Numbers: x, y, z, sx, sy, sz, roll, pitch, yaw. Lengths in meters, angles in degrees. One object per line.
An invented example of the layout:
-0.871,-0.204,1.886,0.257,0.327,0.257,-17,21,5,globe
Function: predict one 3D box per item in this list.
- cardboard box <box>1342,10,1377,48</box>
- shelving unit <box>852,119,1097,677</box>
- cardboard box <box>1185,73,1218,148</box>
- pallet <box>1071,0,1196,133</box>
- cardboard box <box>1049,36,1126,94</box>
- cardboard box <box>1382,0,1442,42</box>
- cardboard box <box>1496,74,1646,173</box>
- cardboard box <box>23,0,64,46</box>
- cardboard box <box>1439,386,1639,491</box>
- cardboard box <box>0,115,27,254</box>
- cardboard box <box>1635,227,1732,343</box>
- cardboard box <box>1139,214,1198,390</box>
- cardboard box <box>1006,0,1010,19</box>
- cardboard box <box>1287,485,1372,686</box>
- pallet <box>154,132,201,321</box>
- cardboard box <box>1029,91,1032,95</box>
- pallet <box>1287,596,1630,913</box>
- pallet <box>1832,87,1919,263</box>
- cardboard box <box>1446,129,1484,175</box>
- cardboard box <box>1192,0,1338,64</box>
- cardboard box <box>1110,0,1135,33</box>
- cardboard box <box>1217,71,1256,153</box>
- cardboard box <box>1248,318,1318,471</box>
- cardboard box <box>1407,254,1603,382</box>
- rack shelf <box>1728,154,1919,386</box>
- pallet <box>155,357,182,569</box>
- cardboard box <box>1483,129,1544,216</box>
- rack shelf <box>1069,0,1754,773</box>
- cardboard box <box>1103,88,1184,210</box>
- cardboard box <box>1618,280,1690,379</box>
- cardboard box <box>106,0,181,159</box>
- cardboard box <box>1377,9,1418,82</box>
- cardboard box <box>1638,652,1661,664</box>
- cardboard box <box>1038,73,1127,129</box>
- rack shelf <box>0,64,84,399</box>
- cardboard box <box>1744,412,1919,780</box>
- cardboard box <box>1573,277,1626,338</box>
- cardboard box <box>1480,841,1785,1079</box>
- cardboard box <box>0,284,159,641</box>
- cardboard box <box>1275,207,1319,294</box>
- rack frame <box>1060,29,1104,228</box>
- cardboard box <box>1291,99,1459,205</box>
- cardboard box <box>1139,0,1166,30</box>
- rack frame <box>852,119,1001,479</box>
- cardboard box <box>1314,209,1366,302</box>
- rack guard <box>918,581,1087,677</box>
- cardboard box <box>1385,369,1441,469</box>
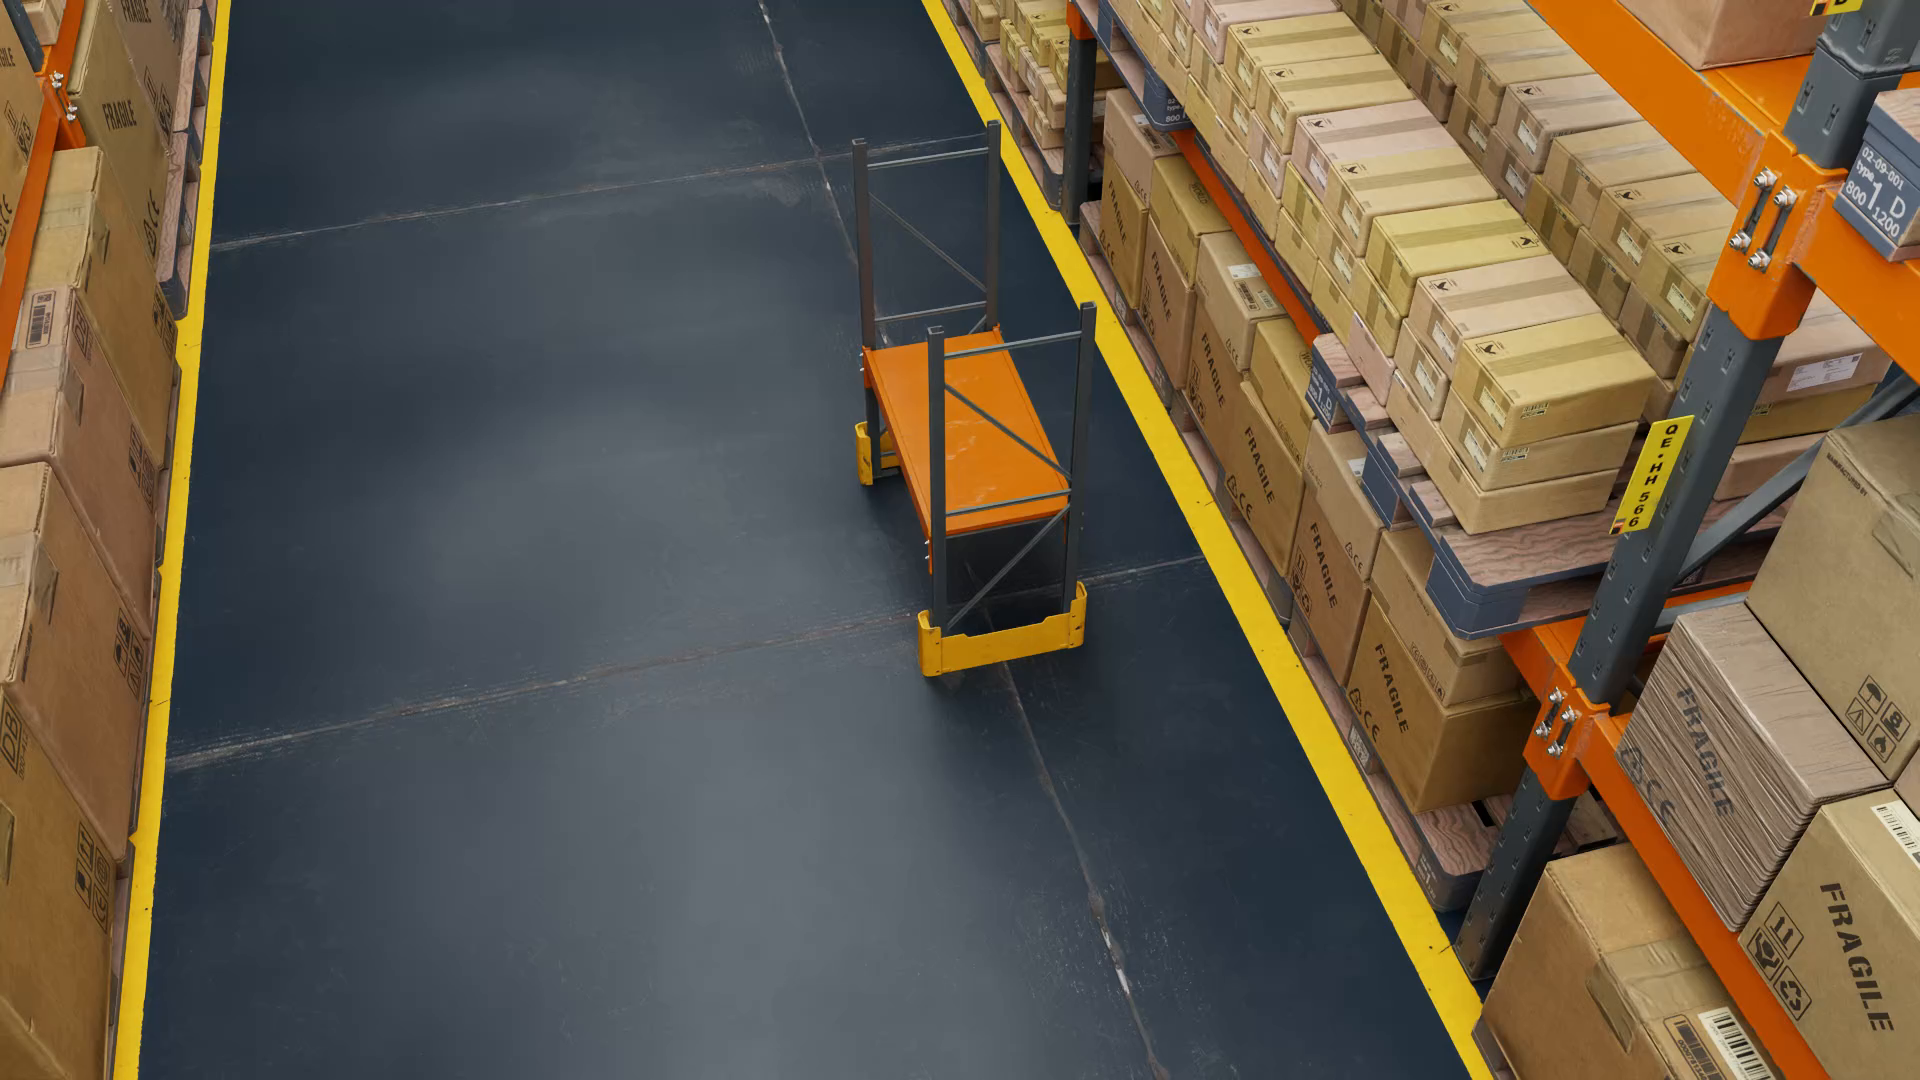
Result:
1.528,-1.729,5.726,0.380,0.149,0.250,-13,47,-12,cardboard box
0.020,-0.472,5.663,0.587,1.500,1.083,-11,47,-10,shelving unit
0.961,-1.426,5.429,0.380,0.149,0.250,-11,47,-11,cardboard box
1.020,-2.002,6.247,1.003,0.211,1.213,-11,47,-10,pallet
0.622,-2.179,7.571,0.380,0.149,0.250,-9,46,-9,cardboard box
1.589,-1.750,5.330,0.380,0.149,0.250,-13,47,-12,cardboard box
1.790,-1.209,4.800,0.380,0.149,0.250,-9,46,-8,cardboard box
-3.610,-1.964,6.250,0.380,0.149,0.250,-11,47,-10,cardboard box
1.422,-0.283,4.101,0.380,0.149,0.250,-10,46,-9,cardboard box
-3.352,-1.206,5.262,0.500,0.500,0.500,-9,46,-9,cardboard box
1.987,-0.669,4.271,0.380,0.149,0.250,-12,47,-11,cardboard box
1.035,-0.972,6.559,0.500,0.500,0.500,-9,46,-9,cardboard box
0.441,-2.594,8.186,0.380,0.149,0.250,-10,46,-10,cardboard box
1.439,0.100,5.508,0.500,0.500,0.500,-9,46,-9,cardboard box
-3.975,-1.350,7.425,1.003,0.211,1.213,-11,47,-10,pallet
0.550,-2.176,7.984,0.380,0.149,0.250,-10,46,-9,cardboard box
1.790,0.574,5.540,1.003,0.211,1.213,-11,47,-10,pallet
2.205,-0.411,2.585,1.213,0.211,1.003,-9,46,-8,pallet
1.728,-1.182,5.190,0.380,0.149,0.250,-10,46,-10,cardboard box
0.953,-1.643,5.225,0.380,0.149,0.250,-9,46,-9,cardboard box
0.758,-1.963,5.956,0.380,0.149,0.250,-10,46,-10,cardboard box
1.024,-1.352,5.148,0.380,0.149,0.250,-12,47,-11,cardboard box
1.306,-0.521,5.592,0.500,0.250,0.500,-10,46,-9,cardboard box
1.358,-0.558,4.162,0.380,0.149,0.250,-11,47,-11,cardboard box
2.501,0.720,1.847,1.077,0.370,4.000,-11,47,-10,rack shelf
-3.585,-0.292,6.388,1.003,0.211,1.213,-11,47,-10,pallet
1.789,-1.113,4.914,0.380,0.149,0.250,-11,47,-10,cardboard box
1.477,-0.991,5.625,1.077,0.370,4.000,-11,47,-10,rack shelf
0.899,-1.600,6.649,0.500,0.250,0.500,-13,47,-12,cardboard box
1.988,-0.583,4.394,0.380,0.149,0.250,-9,46,-8,cardboard box
-4.177,-2.282,7.580,0.875,0.875,0.875,-11,47,-10,cardboard box
1.599,-1.639,5.430,0.380,0.149,0.250,-11,47,-10,cardboard box
2.047,0.083,5.000,0.500,0.250,0.500,-13,47,-12,cardboard box
0.577,-2.036,7.639,0.380,0.149,0.250,-10,46,-10,cardboard box
-3.343,-0.154,4.805,1.077,0.370,4.000,-11,47,-10,rack shelf
2.094,0.065,3.316,0.700,0.500,0.500,-11,47,-11,cardboard box
1.932,-0.639,4.657,0.380,0.149,0.250,-9,46,-8,cardboard box
2.058,1.215,4.240,1.050,0.750,0.750,-11,47,-11,cardboard box
-3.443,-0.135,5.476,1.225,0.875,0.875,-12,47,-12,cardboard box
1.160,-0.885,4.899,0.380,0.149,0.250,-13,47,-12,cardboard box
0.965,-2.624,6.721,1.000,3.000,0.127,-11,47,-10,rack frame
1.163,-1.090,4.683,0.380,0.149,0.250,-11,47,-10,cardboard box
0.823,-1.895,5.680,0.380,0.149,0.250,-13,47,-12,cardboard box
-0.108,-0.817,6.001,0.500,1.500,0.032,-11,47,-10,rack frame
1.219,-0.821,4.628,0.380,0.149,0.250,-11,47,-10,cardboard box
0.147,0.309,5.772,0.587,0.250,0.087,-11,47,-10,rack guard
1.357,-0.350,4.374,0.380,0.149,0.250,-11,47,-10,cardboard box
